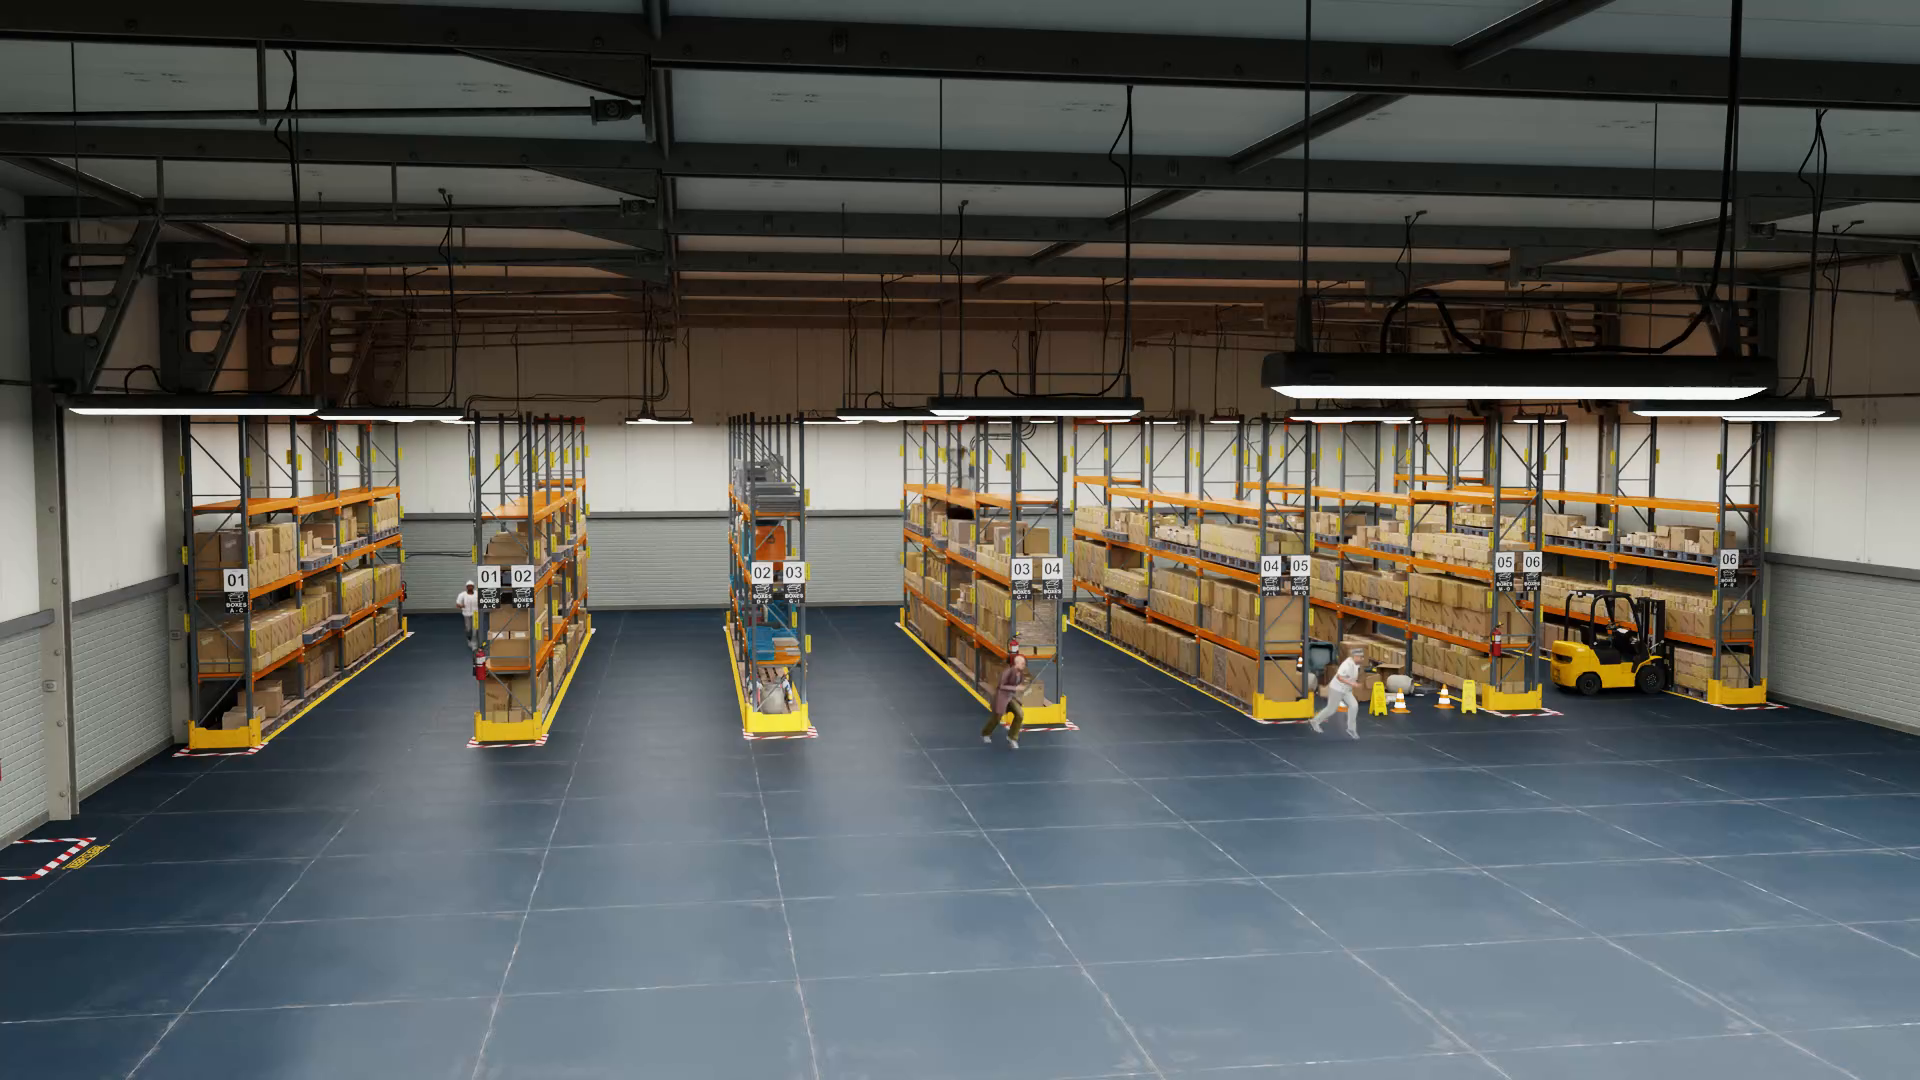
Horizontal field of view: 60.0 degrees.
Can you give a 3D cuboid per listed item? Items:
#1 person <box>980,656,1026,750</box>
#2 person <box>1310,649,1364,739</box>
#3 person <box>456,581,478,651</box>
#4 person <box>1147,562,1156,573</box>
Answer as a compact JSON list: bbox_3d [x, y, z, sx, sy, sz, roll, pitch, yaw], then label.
[{"bbox_3d":[0.800,2.898,29.697,1.071,1.727,0.751,3,5,39],"label":"person"},{"bbox_3d":[6.983,2.835,30.757,1.023,1.716,0.707,3,5,34],"label":"person"},{"bbox_3d":[-12.527,1.917,42.550,0.701,1.754,0.963,-1,4,-17],"label":"person"},{"bbox_3d":[5.849,1.438,50.995,0.891,1.588,0.535,-2,4,-29],"label":"person"}]
